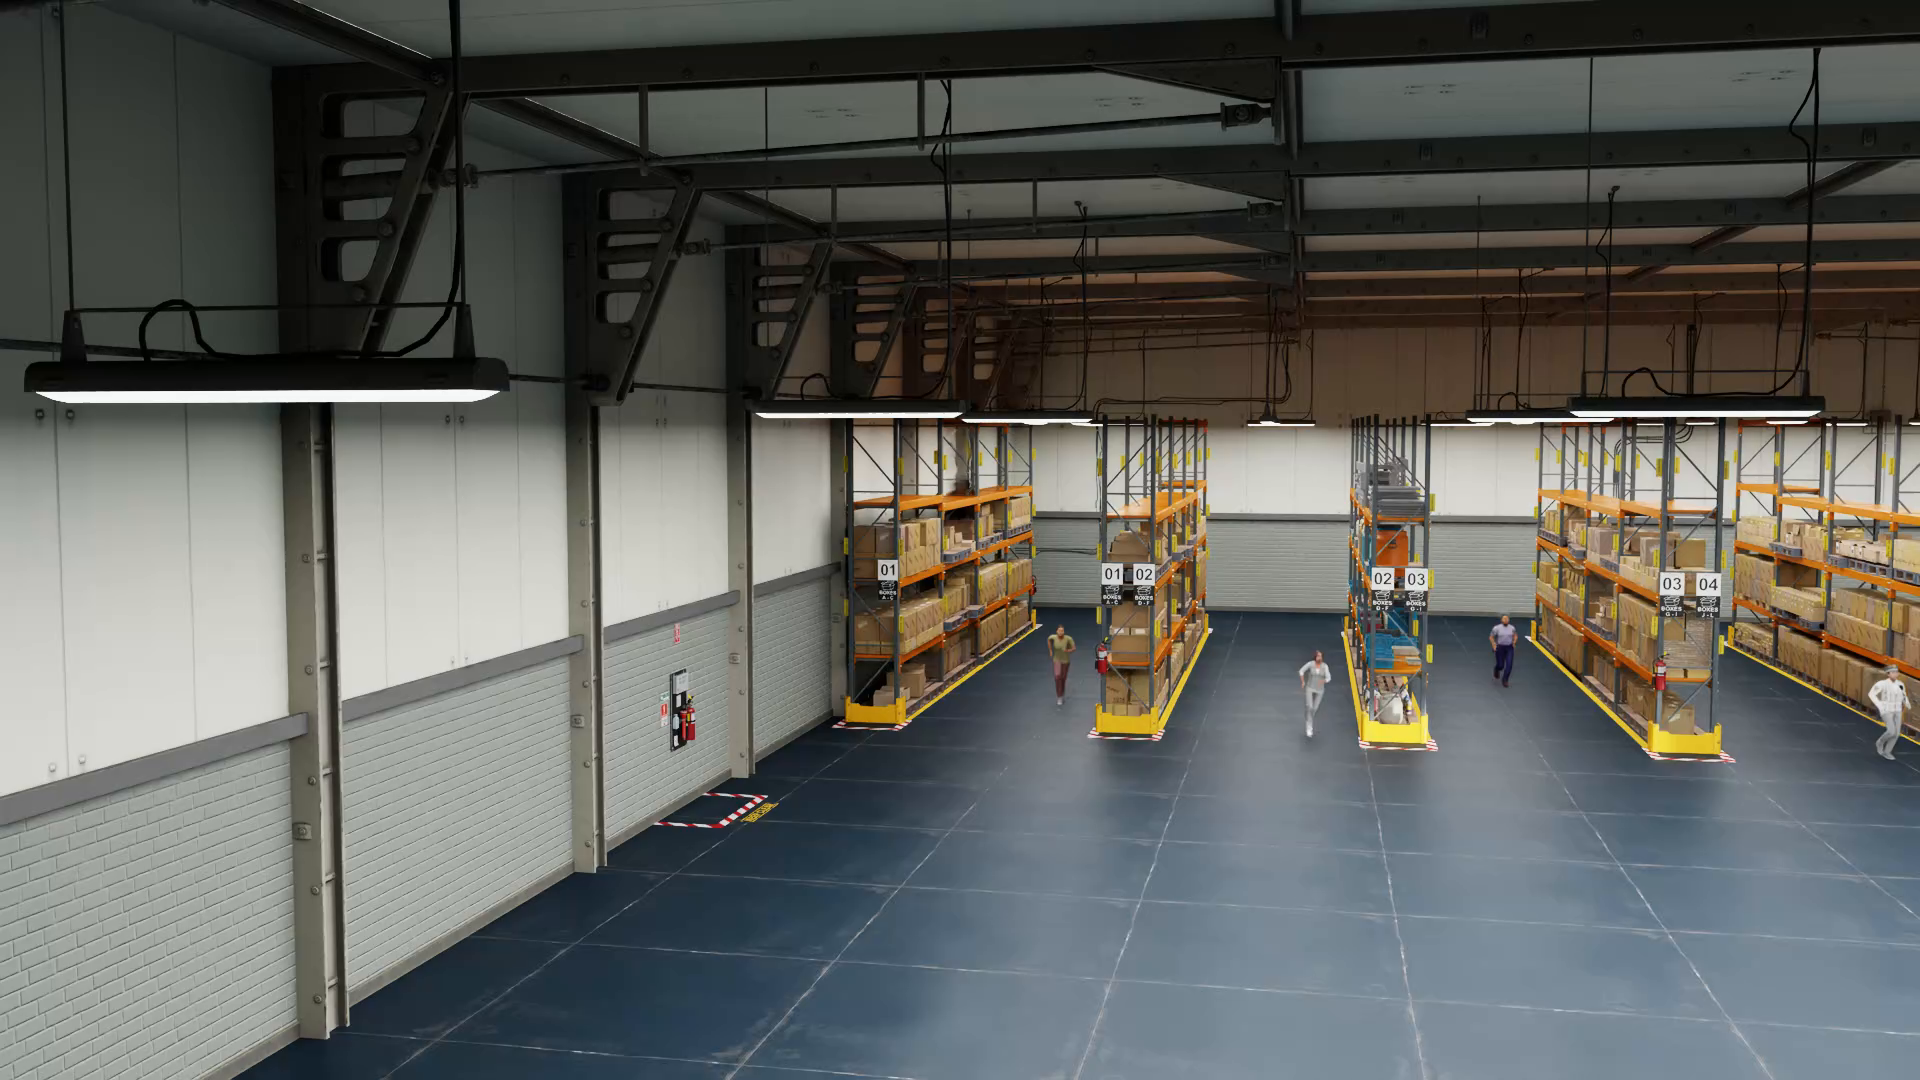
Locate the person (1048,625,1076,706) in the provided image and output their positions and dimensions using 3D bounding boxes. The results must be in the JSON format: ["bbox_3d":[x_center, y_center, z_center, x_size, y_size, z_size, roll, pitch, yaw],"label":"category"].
[{"bbox_3d":[2.132,2.586,34.886,0.578,1.675,0.992,0,4,0],"label":"person"}]

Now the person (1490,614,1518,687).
[{"bbox_3d":[12.173,2.460,37.195,0.614,1.609,0.575,0,4,5],"label":"person"}]

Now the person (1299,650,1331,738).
[{"bbox_3d":[6.665,2.874,31.225,0.551,1.640,0.736,0,4,0],"label":"person"}]

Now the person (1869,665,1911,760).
[{"bbox_3d":[16.154,2.982,28.815,0.637,1.651,0.540,0,4,-3],"label":"person"}]
